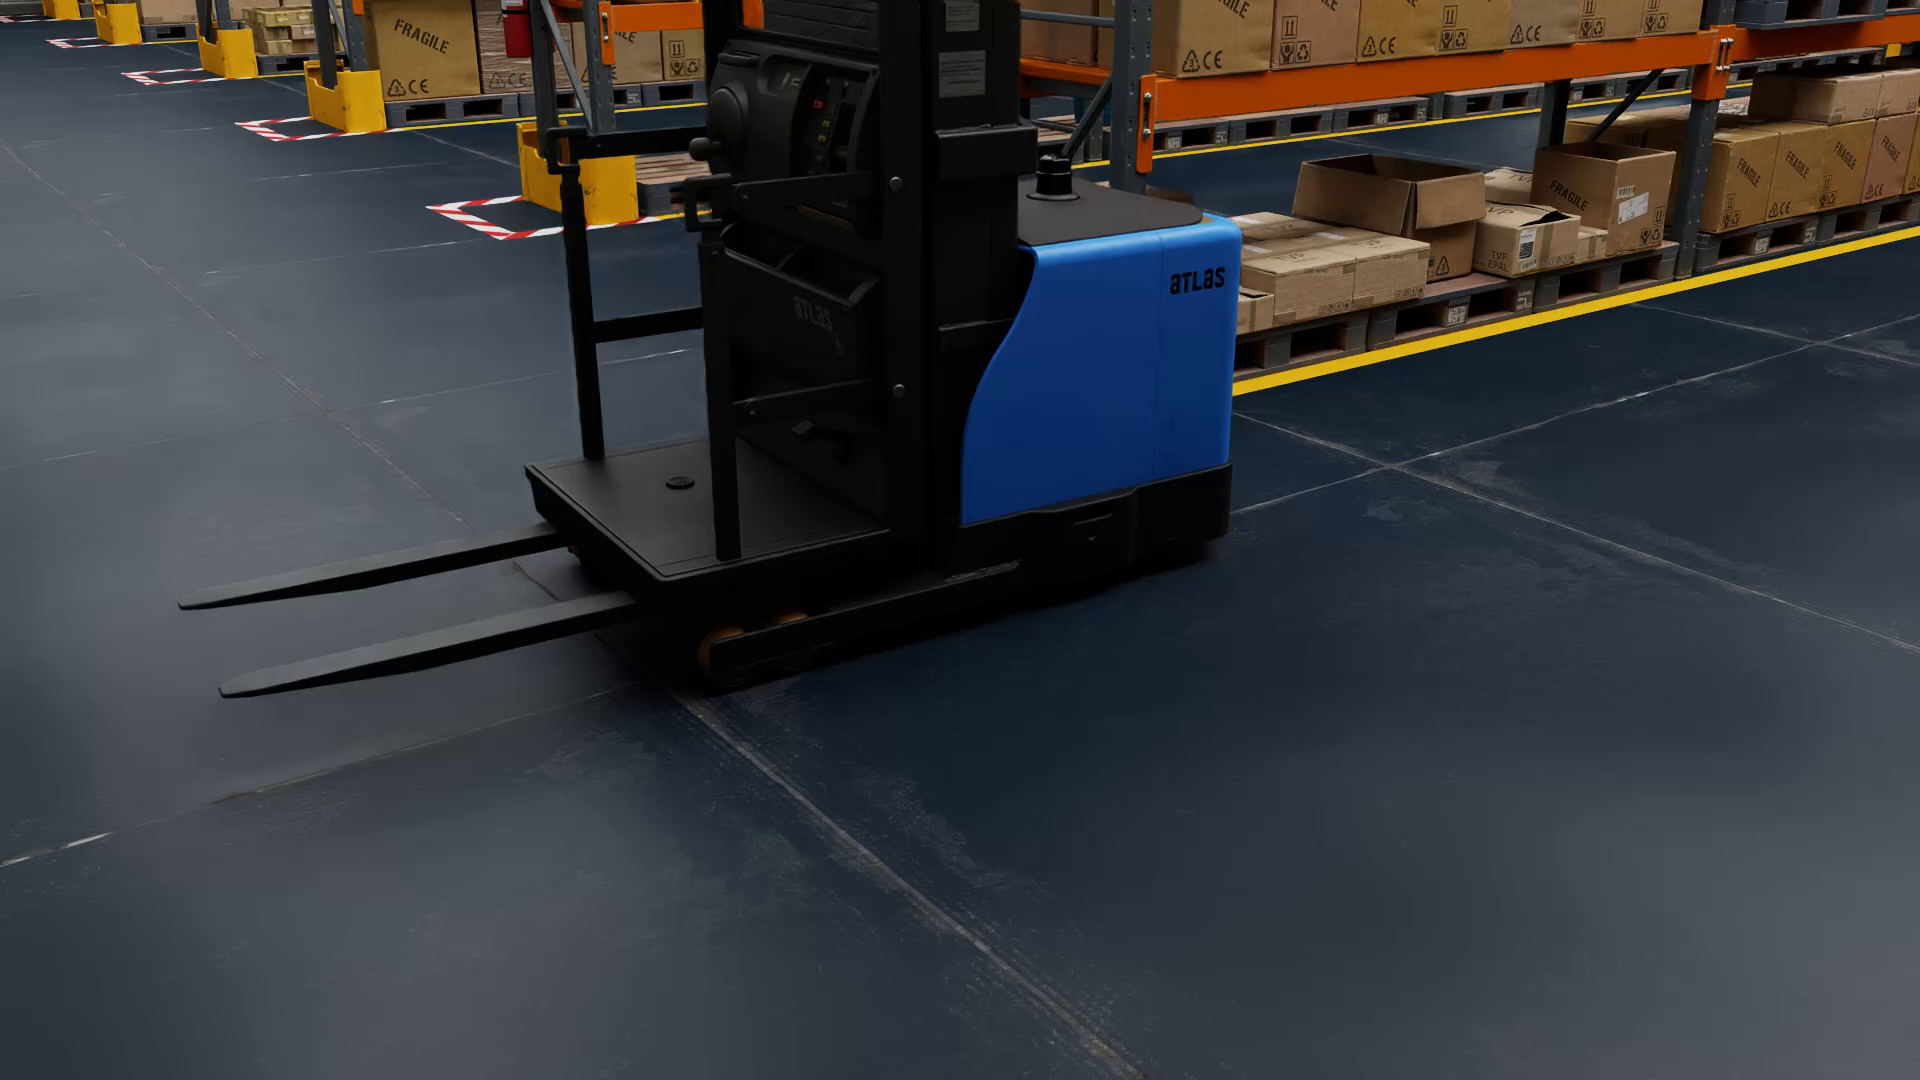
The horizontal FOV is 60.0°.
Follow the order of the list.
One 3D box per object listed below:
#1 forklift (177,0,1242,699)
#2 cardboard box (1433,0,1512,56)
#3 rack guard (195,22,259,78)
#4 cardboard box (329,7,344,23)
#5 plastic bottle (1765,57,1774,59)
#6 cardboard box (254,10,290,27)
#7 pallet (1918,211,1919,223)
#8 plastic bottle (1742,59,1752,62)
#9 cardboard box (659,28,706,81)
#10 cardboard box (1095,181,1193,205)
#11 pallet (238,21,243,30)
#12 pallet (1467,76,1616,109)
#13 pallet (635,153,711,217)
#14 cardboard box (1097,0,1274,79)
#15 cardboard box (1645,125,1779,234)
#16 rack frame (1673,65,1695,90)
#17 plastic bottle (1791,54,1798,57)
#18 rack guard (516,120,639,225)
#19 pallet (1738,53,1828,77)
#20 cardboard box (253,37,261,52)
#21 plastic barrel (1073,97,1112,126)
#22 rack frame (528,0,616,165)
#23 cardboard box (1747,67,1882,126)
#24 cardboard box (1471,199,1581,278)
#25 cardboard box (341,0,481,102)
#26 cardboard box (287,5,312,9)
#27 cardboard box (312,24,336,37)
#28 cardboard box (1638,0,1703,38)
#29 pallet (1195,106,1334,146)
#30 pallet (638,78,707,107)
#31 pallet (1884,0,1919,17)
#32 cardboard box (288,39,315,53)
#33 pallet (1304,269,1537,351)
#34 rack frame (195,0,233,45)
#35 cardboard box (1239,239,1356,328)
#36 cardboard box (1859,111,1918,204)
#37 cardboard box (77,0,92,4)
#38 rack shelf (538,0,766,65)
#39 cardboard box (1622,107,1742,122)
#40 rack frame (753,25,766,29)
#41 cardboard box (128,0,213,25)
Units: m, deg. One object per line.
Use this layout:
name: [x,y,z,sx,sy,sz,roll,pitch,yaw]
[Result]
forklift: [-0.651,-1.185,4.506,3.031,2.935,1.130,-13,25,-30]
cardboard box: [2.142,-2.483,7.530,0.500,0.500,0.500,-15,26,-32]
rack guard: [-8.140,-5.441,18.452,0.348,0.500,1.175,-15,26,-33]
cardboard box: [-6.992,-5.935,18.793,0.250,0.149,0.380,-16,27,-35]
plastic bottle: [8.643,-5.336,17.796,0.185,0.351,0.144,-15,26,-33]
cardboard box: [-7.578,-5.744,18.316,0.250,0.149,0.380,-16,27,-35]
pallet: [6.262,-2.377,11.162,1.213,0.211,1.003,-15,26,-33]
plastic bottle: [8.298,-5.244,17.565,0.185,0.351,0.144,-16,27,-35]
cardboard box: [-2.722,-5.027,16.341,0.875,0.875,0.875,-15,26,-33]
cardboard box: [0.693,-1.326,7.545,0.500,0.500,0.500,-15,26,-33]
pallet: [-9.581,-7.217,23.292,1.213,0.211,1.003,-15,26,-33]
pallet: [5.641,-4.437,16.324,1.213,0.211,1.003,-15,26,-33]
pallet: [-1.802,-2.453,11.354,1.213,0.211,1.003,-15,26,-33]
cardboard box: [0.910,-2.154,6.706,0.500,0.500,0.500,-14,26,-32]
cardboard box: [4.178,-2.031,9.313,0.500,0.500,0.500,-16,27,-35]
rack frame: [7.247,-6.179,16.928,0.127,3.000,1.000,-15,26,-33]
plastic bottle: [9.039,-5.409,18.078,0.135,0.276,0.152,-15,26,-32]
rack guard: [-2.506,-2.412,10.860,0.348,0.500,1.175,-15,26,-33]
pallet: [8.808,-5.282,18.444,1.213,0.211,1.003,-15,26,-33]
cardboard box: [-7.896,-5.634,18.841,0.250,0.149,0.380,-14,26,-32]
plastic barrel: [1.205,-3.781,13.182,0.708,0.901,0.600,-15,26,-33]
rack frame: [-2.494,-3.582,10.419,0.127,3.000,1.000,-15,26,-33]
cardboard box: [4.990,-2.596,9.716,0.500,0.250,0.500,-15,26,-33]
cardboard box: [2.737,-1.541,8.339,0.500,0.311,0.500,-15,26,-33]
cardboard box: [-4.914,-4.443,14.877,0.875,0.875,0.875,-15,26,-33]
cardboard box: [-7.546,-6.055,19.095,0.250,0.149,0.380,-16,27,-34]
cardboard box: [-7.224,-5.753,18.739,0.250,0.149,0.380,-15,26,-32]
cardboard box: [3.387,-2.818,8.369,0.500,0.500,0.500,-14,26,-32]
pallet: [2.395,-3.573,14.158,1.213,0.211,1.003,-15,26,-33]
pallet: [-2.803,-4.501,16.486,1.213,0.211,1.003,-15,26,-33]
pallet: [5.314,-3.311,9.999,1.213,0.211,1.003,-15,26,-33]
cardboard box: [-7.424,-5.555,18.645,0.250,0.149,0.380,-15,26,-33]
pallet: [2.094,-1.247,8.332,1.213,0.211,1.003,-15,26,-33]
rack frame: [-8.201,-6.586,17.948,0.127,3.000,1.000,-15,26,-33]
cardboard box: [1.409,-1.159,7.463,0.500,0.250,0.500,-15,26,-33]
cardboard box: [5.425,-2.365,10.150,0.500,0.500,0.500,-16,27,-35]
cardboard box: [-13.524,-8.685,26.010,0.637,0.503,0.797,-16,27,-35]
rack shelf: [-0.870,-3.681,11.637,4.000,0.370,1.077,-15,26,-33]
cardboard box: [4.282,-2.297,9.980,0.500,0.500,0.500,-15,26,-33]
rack frame: [-2.140,-5.938,16.323,0.127,3.000,1.000,-15,26,-33]
cardboard box: [-10.697,-7.231,22.455,0.875,0.438,0.875,-16,27,-35]
